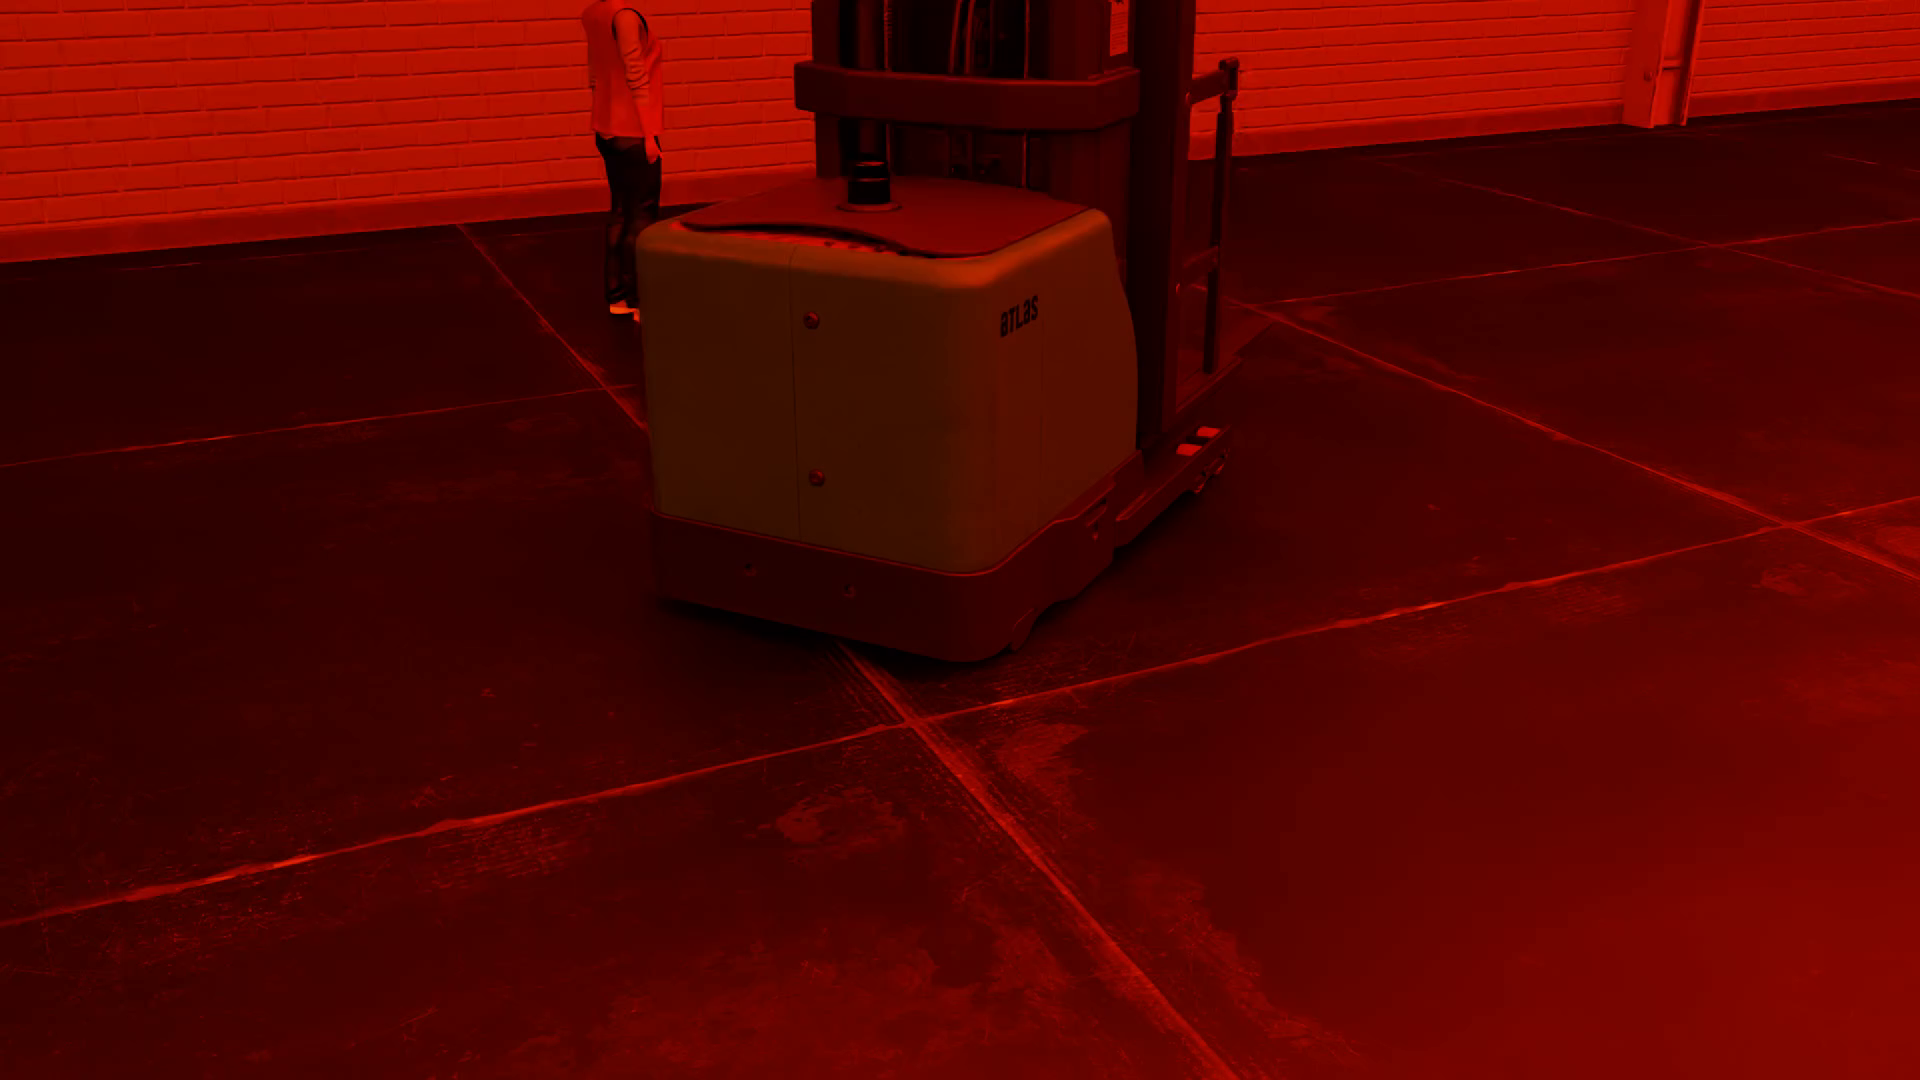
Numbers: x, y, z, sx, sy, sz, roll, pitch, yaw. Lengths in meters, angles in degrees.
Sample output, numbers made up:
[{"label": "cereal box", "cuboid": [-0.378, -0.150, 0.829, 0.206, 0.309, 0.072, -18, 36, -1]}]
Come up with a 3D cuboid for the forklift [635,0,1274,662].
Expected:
[{"label": "forklift", "cuboid": [0.270, -1.574, 5.075, 1.130, 2.935, 3.031, 11, 25, 25]}]

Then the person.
[{"label": "person", "cuboid": [-1.437, -1.760, 7.257, 0.315, 1.604, 0.414, -17, 28, -35]}]
